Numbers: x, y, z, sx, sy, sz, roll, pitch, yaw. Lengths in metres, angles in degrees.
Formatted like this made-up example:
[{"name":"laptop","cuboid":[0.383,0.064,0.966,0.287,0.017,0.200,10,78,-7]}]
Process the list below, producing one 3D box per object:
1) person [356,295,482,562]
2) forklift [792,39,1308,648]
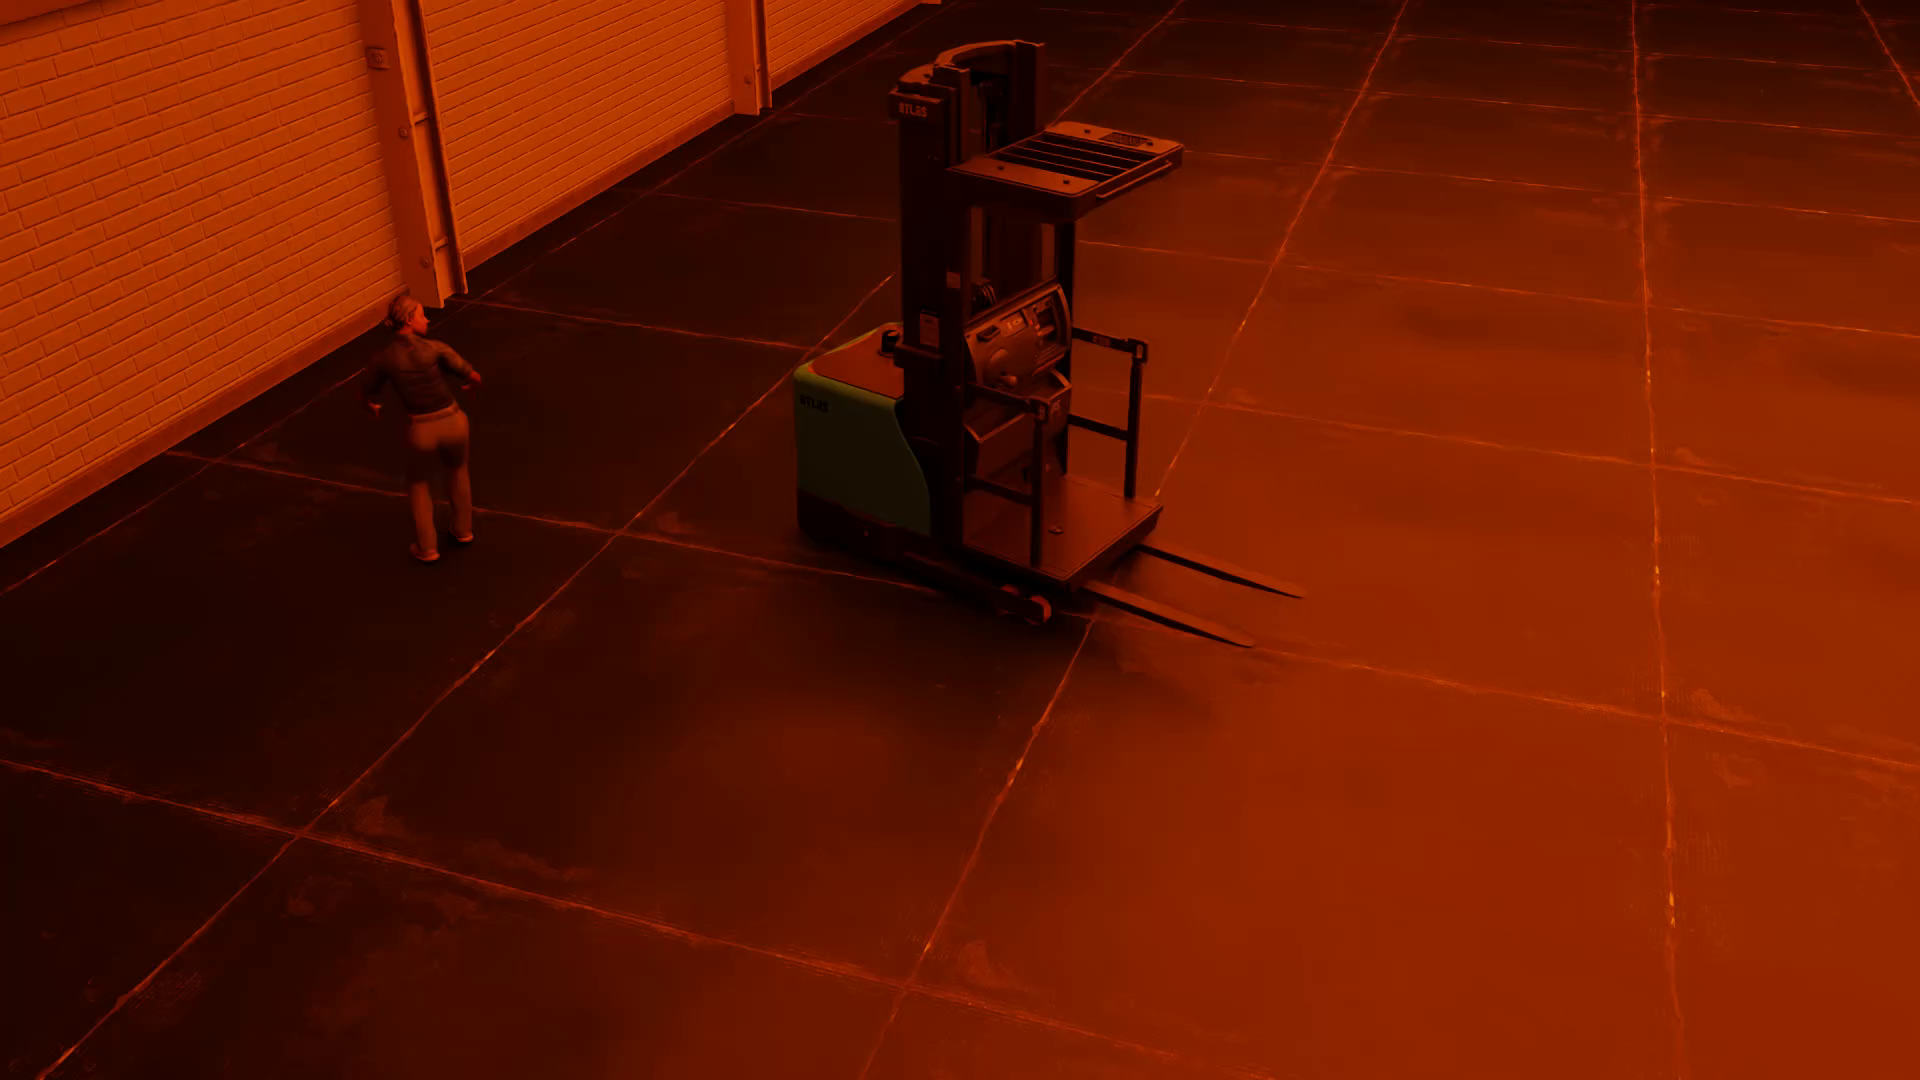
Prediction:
[{"name":"person","cuboid":[-3.112,-0.663,9.689,0.691,1.611,0.554,-10,31,-16]},{"name":"forklift","cuboid":[0.494,-1.096,9.059,3.031,2.935,1.130,20,35,31]}]
